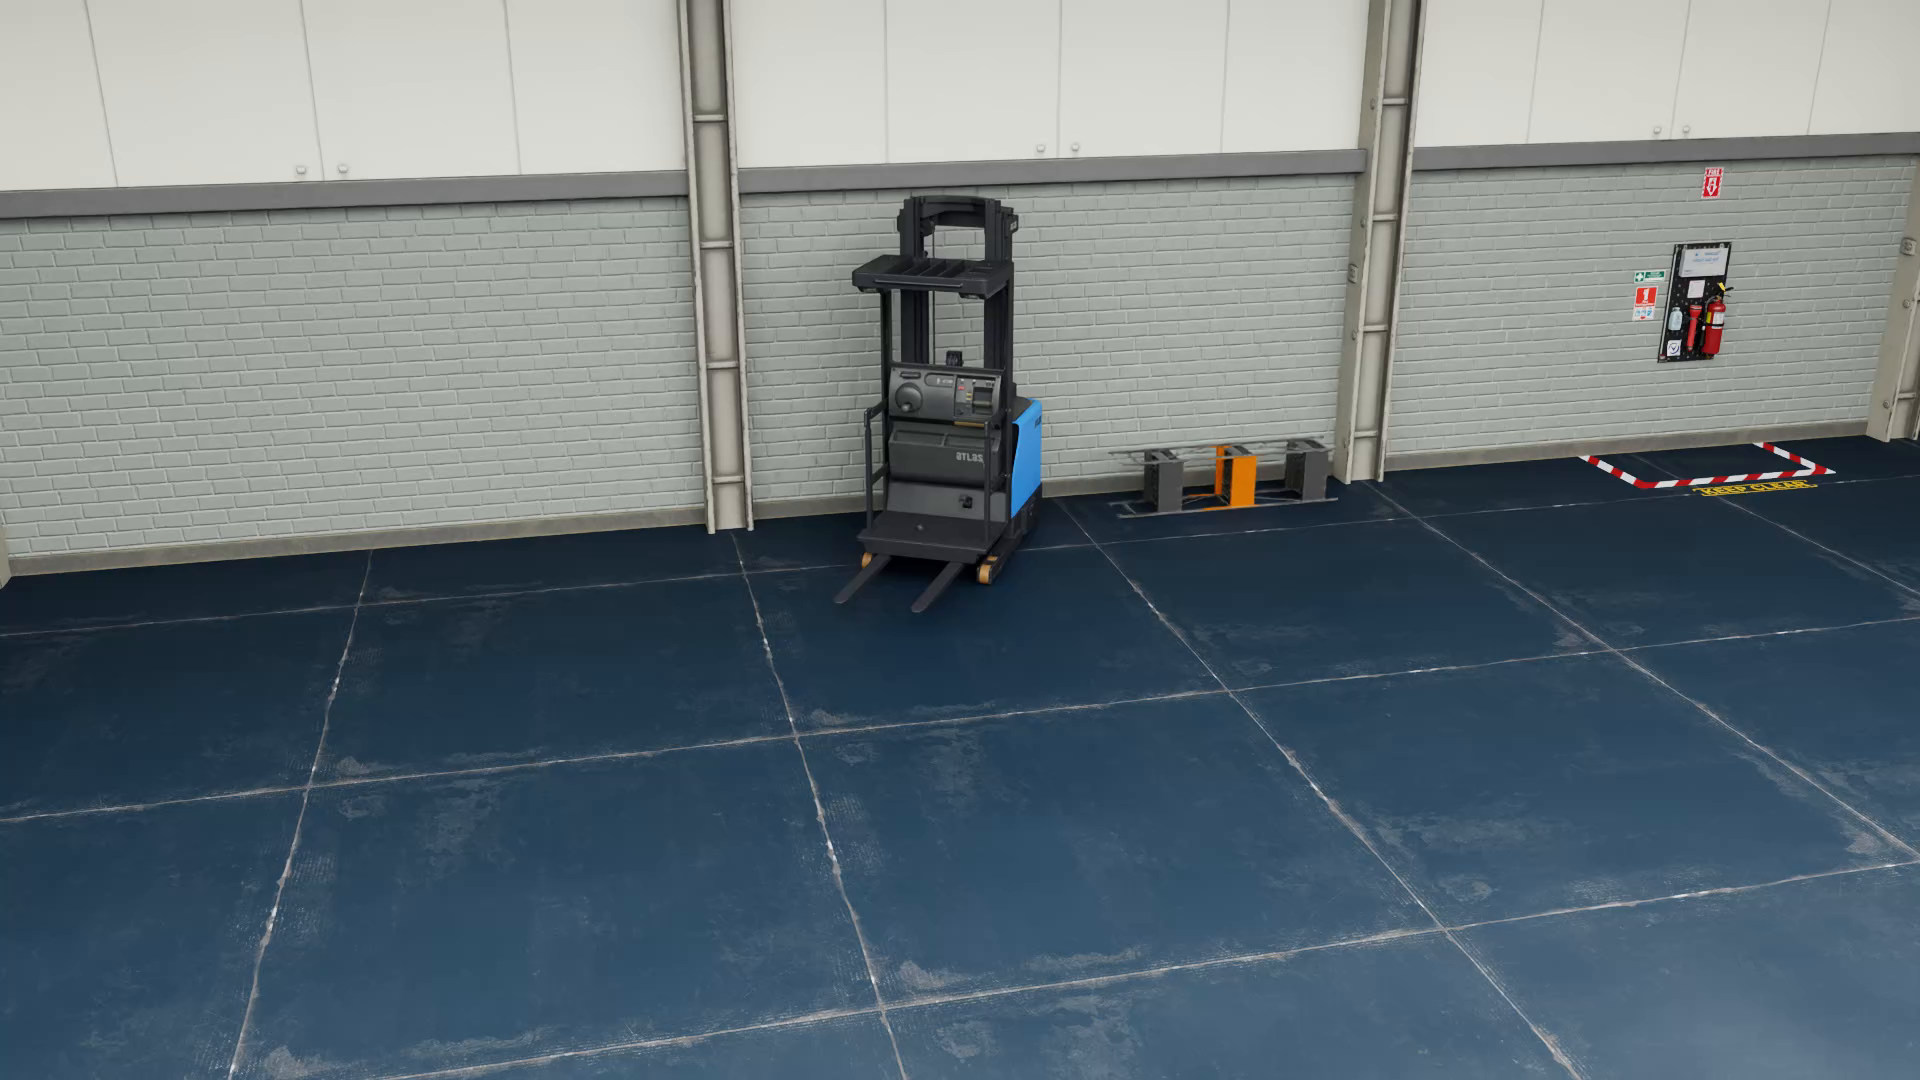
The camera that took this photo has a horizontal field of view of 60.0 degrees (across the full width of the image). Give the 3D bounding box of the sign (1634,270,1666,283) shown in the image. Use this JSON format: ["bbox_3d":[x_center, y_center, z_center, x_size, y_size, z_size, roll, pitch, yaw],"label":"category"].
[{"bbox_3d":[6.679,-2.552,16.098,0.331,0.109,0.001,-5,21,-12],"label":"sign"}]

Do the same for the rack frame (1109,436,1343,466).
[{"bbox_3d":[2.417,-0.812,15.072,2.100,0.015,0.400,-5,21,-13],"label":"rack frame"}]

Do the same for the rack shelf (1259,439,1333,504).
[{"bbox_3d":[3.084,-0.640,15.310,0.518,0.480,0.431,-5,21,-13],"label":"rack shelf"}]

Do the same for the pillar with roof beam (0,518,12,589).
[{"bbox_3d":[-6.879,-2.432,7.872,0.400,9.000,9.100,-5,21,-12],"label":"pillar with roof beam"}]

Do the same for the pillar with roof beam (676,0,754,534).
[{"bbox_3d":[-1.040,-2.907,9.168,0.400,9.000,9.100,-5,21,-12],"label":"pillar with roof beam"}]

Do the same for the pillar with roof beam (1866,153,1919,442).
[{"bbox_3d":[10.638,-3.857,11.761,0.400,9.000,9.100,-5,21,-12],"label":"pillar with roof beam"}]

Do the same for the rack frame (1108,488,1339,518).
[{"bbox_3d":[2.417,-0.354,15.240,2.100,0.015,0.400,-5,21,-13],"label":"rack frame"}]

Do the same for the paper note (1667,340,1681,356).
[{"bbox_3d":[7.046,-1.894,16.404,0.142,0.148,0.016,-5,21,-12],"label":"paper note"}]

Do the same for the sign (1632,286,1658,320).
[{"bbox_3d":[6.672,-2.306,16.196,0.234,0.329,0.001,-5,21,-12],"label":"sign"}]

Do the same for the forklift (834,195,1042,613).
[{"bbox_3d":[-0.182,-1.169,13.244,1.130,2.935,3.031,6,21,16],"label":"forklift"}]

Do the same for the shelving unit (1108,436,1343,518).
[{"bbox_3d":[2.417,-0.583,15.156,2.100,0.503,0.431,-5,21,-13],"label":"shelving unit"}]

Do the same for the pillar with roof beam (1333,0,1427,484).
[{"bbox_3d":[4.799,-3.382,10.464,0.400,9.000,9.100,-5,21,-12],"label":"pillar with roof beam"}]

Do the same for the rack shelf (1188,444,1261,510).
[{"bbox_3d":[2.404,-0.582,15.153,0.518,0.480,0.431,-5,21,-13],"label":"rack shelf"}]

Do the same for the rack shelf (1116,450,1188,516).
[{"bbox_3d":[1.724,-0.525,14.996,0.518,0.480,0.431,-5,21,-13],"label":"rack shelf"}]

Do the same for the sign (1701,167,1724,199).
[{"bbox_3d":[7.203,-3.419,15.918,0.199,0.298,0.001,-5,21,-12],"label":"sign"}]

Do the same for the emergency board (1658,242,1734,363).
[{"bbox_3d":[7.234,-2.298,16.228,0.643,1.169,0.194,-5,21,-12],"label":"emergency board"}]
